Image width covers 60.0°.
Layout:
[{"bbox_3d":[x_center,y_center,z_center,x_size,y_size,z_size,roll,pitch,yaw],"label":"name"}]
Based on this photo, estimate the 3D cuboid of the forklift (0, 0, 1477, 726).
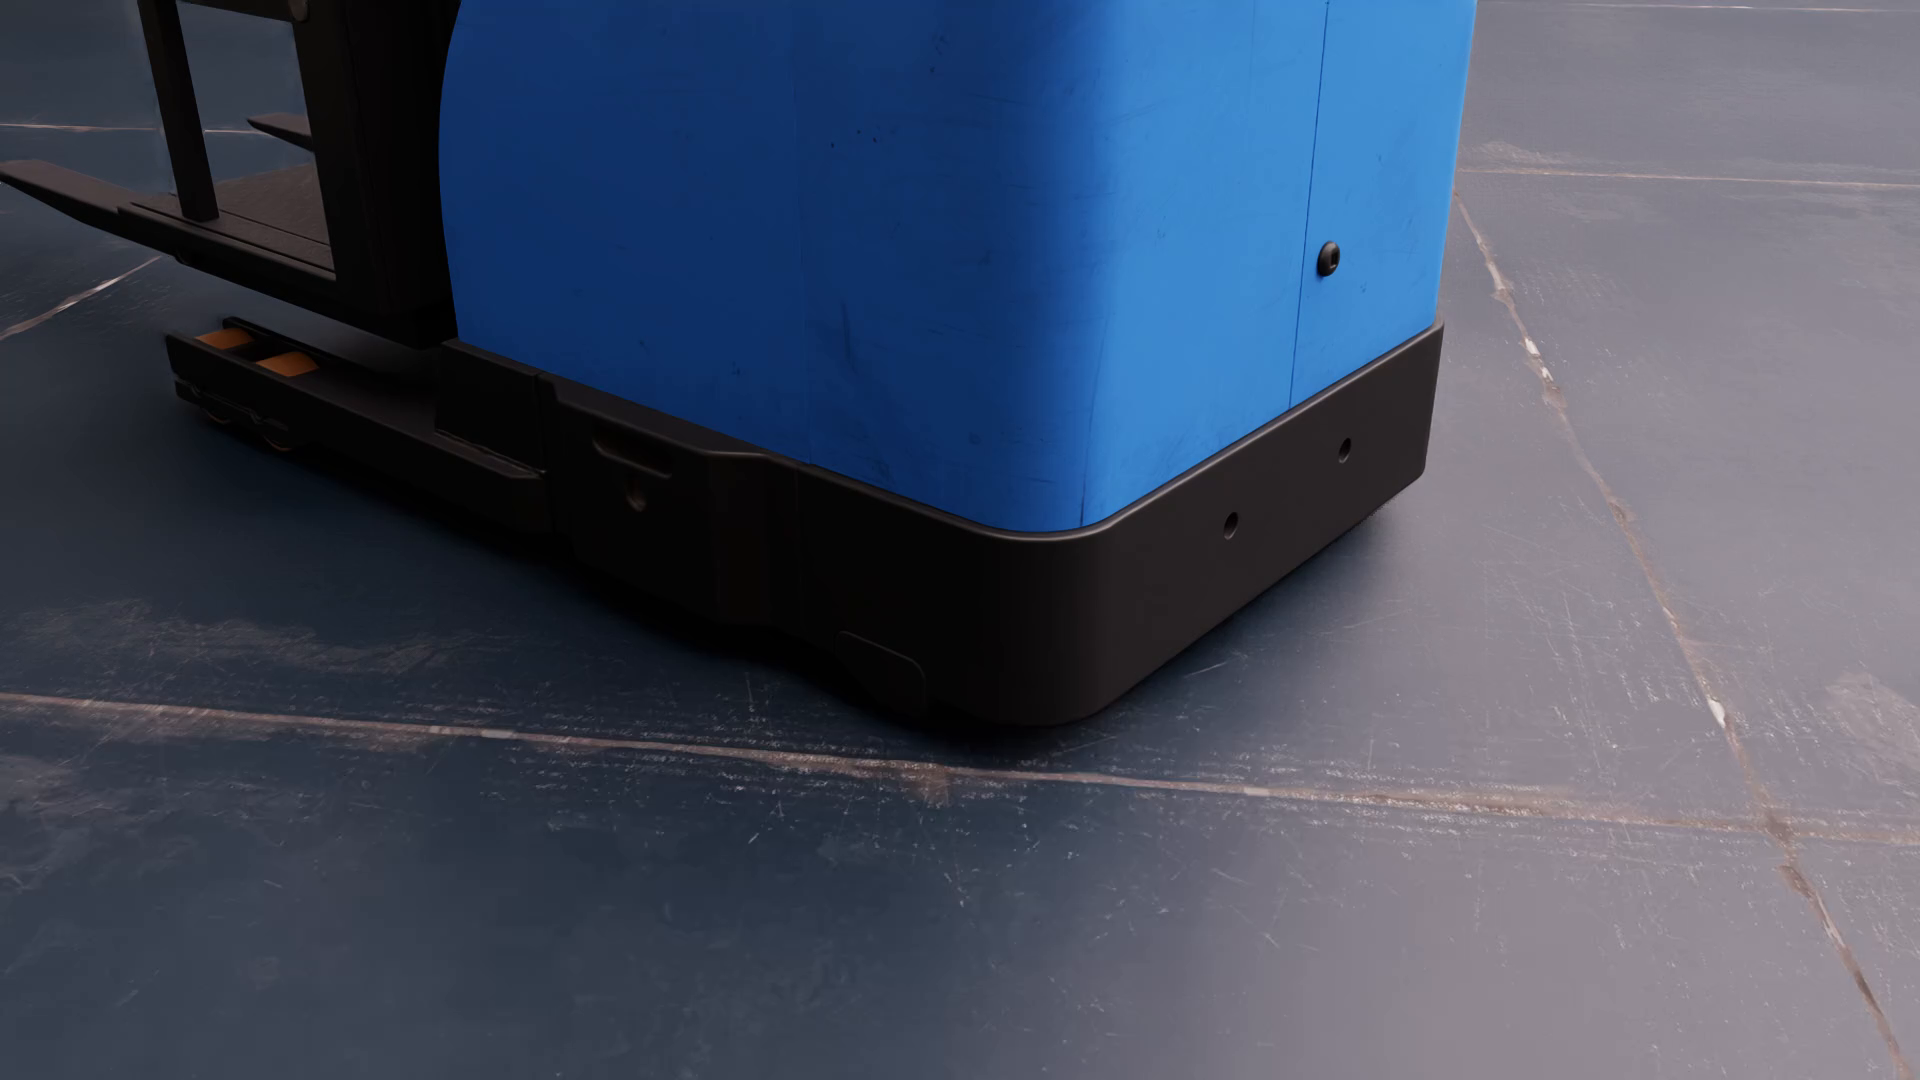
[{"bbox_3d":[-0.744,-1.621,2.466,3.031,2.935,1.130,20,33,34],"label":"forklift"}]
